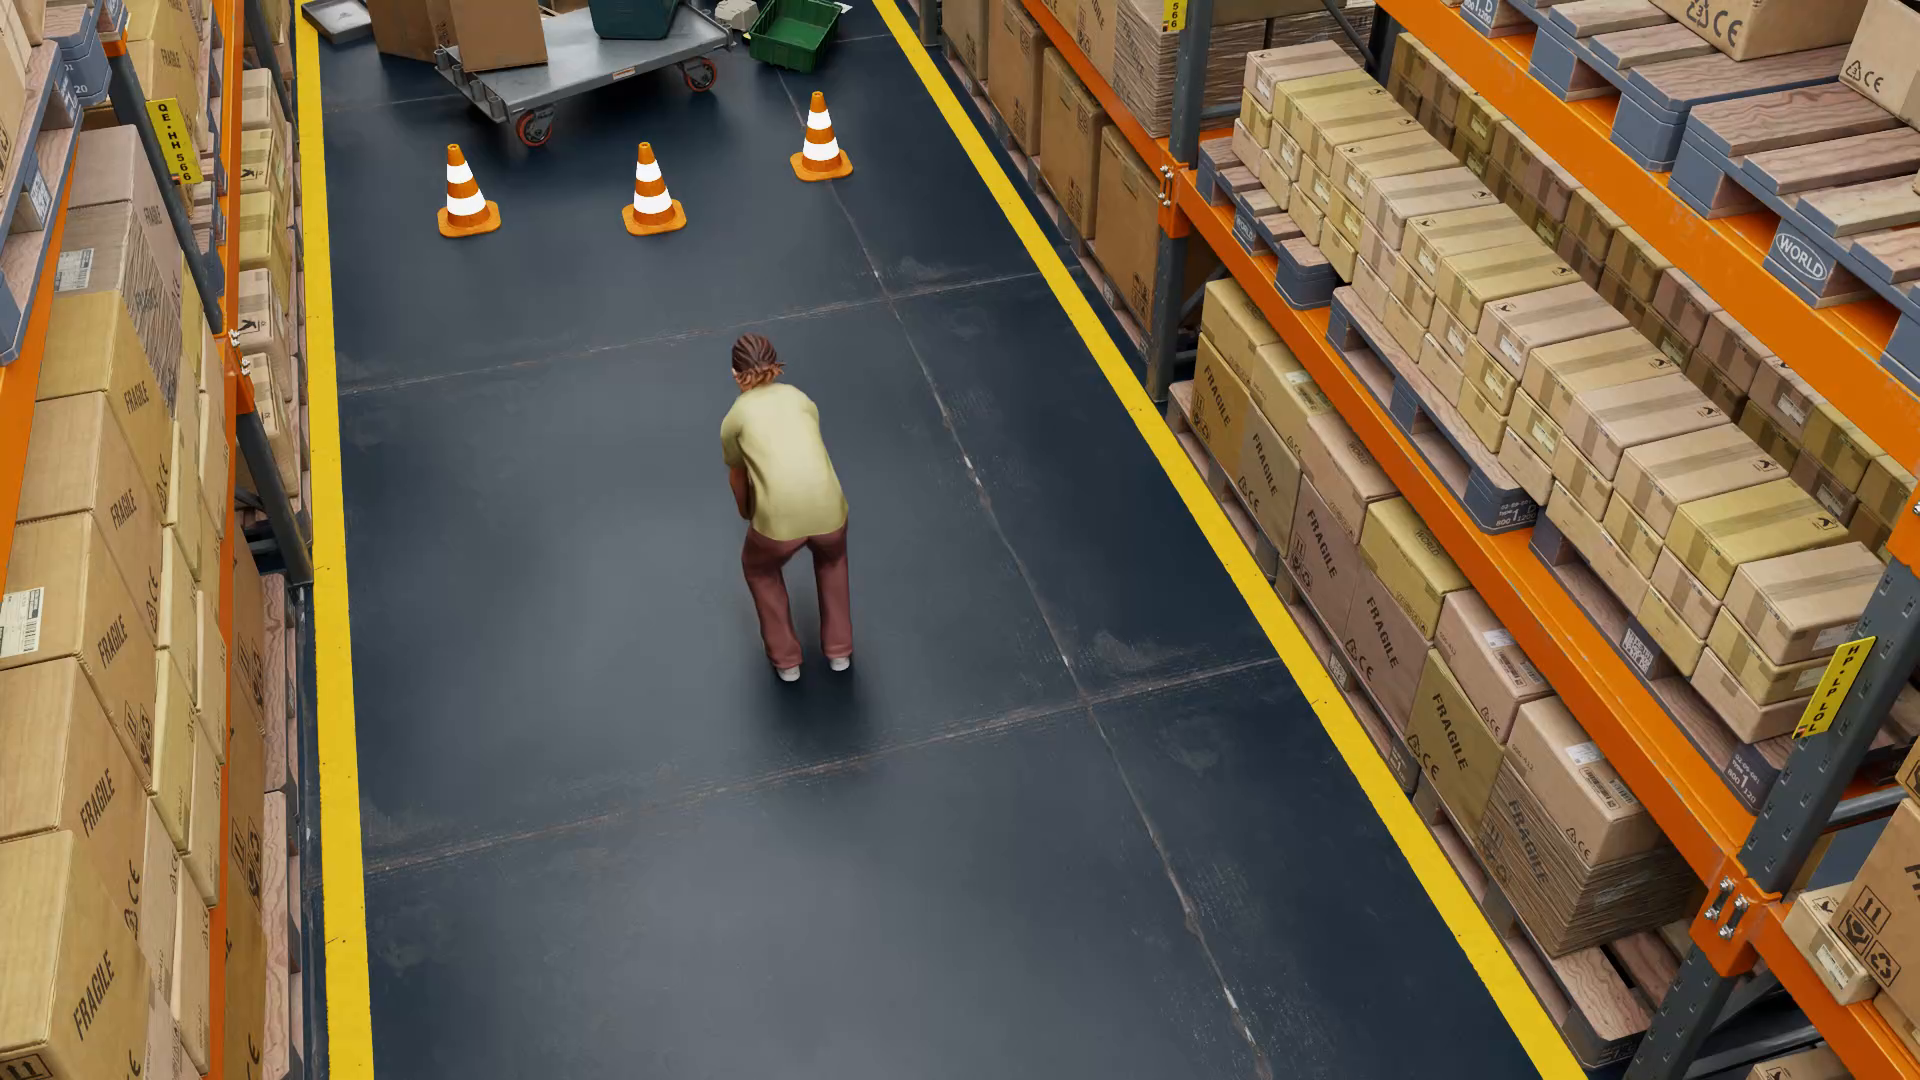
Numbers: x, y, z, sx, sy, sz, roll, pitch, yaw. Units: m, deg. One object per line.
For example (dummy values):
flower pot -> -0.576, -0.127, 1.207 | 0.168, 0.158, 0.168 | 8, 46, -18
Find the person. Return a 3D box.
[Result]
person -> -0.692, -0.122, 6.596 | 0.426, 1.272, 0.820 | -13, 44, -14
